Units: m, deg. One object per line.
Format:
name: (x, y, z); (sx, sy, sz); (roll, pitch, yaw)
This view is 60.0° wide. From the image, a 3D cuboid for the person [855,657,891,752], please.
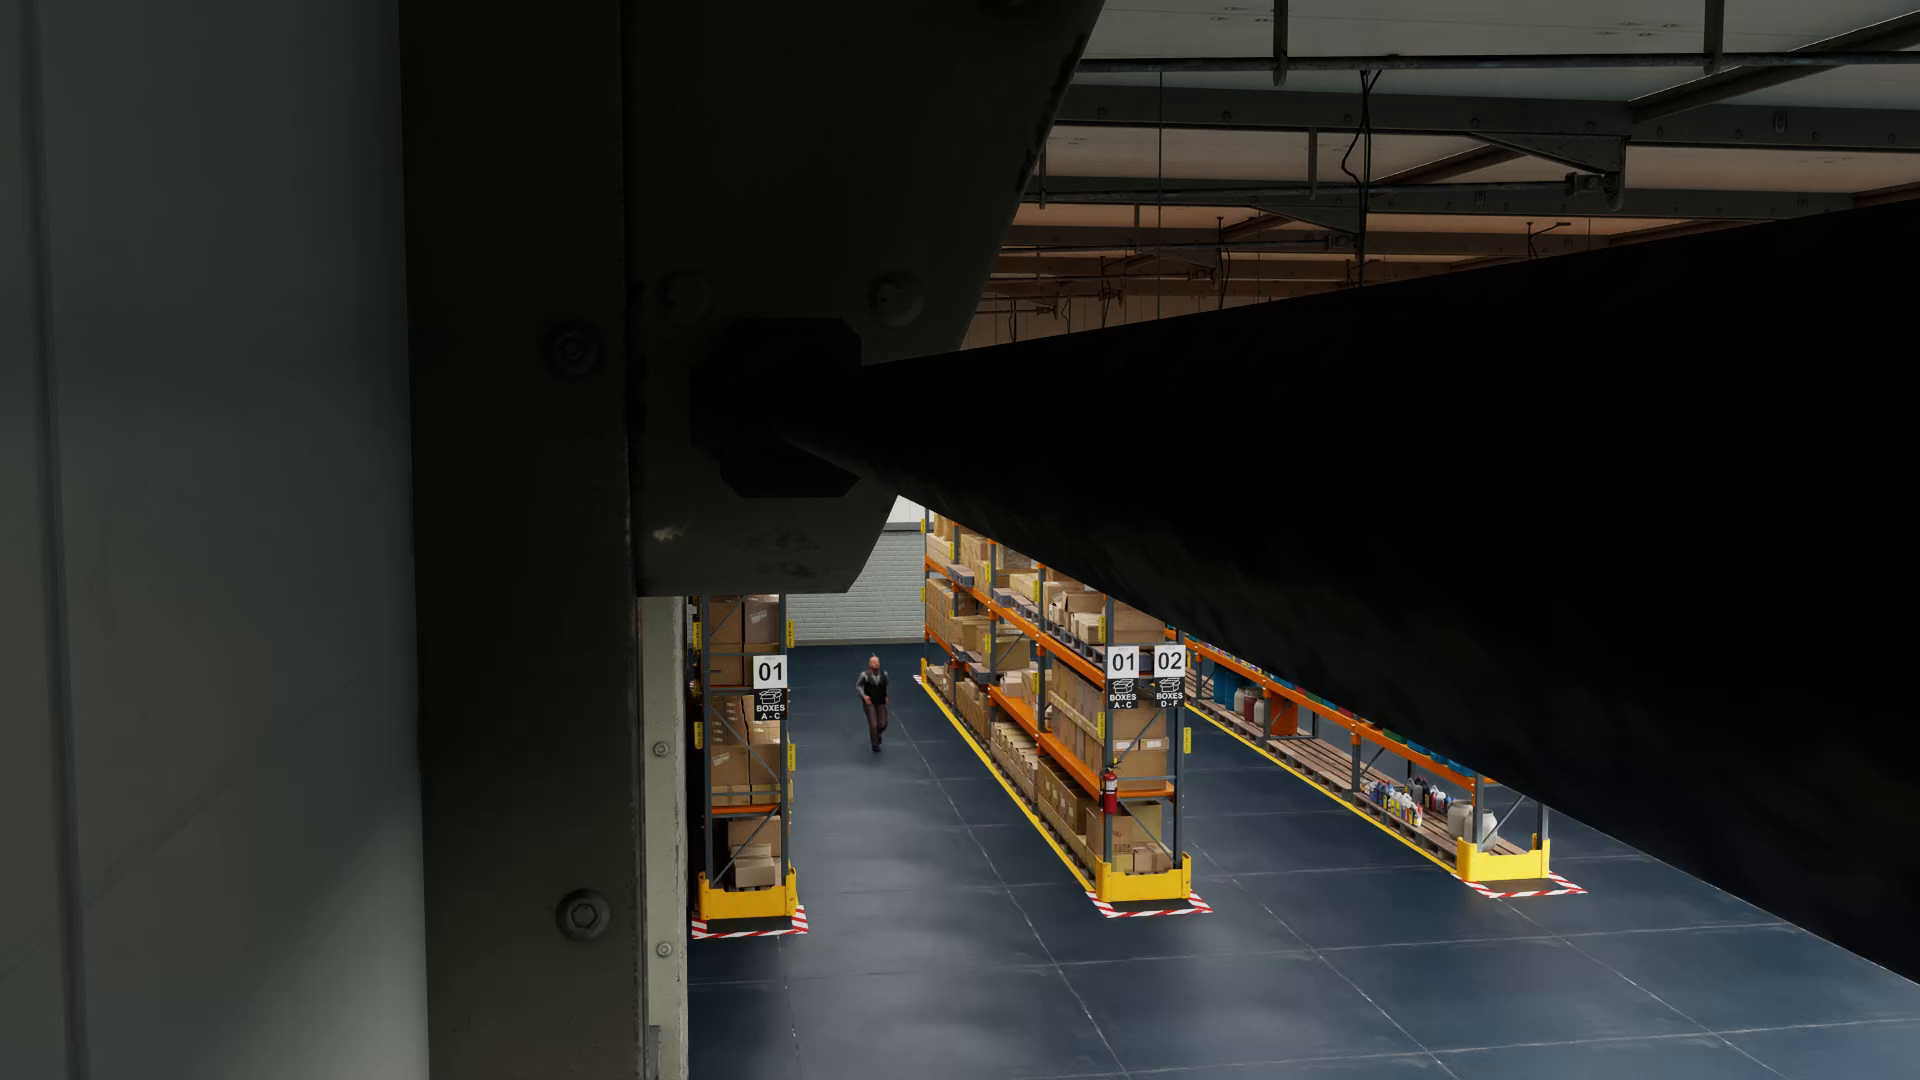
person: (-1.533, 2.899, 29.495); (0.668, 1.686, 0.585); (-2, 5, -18)
